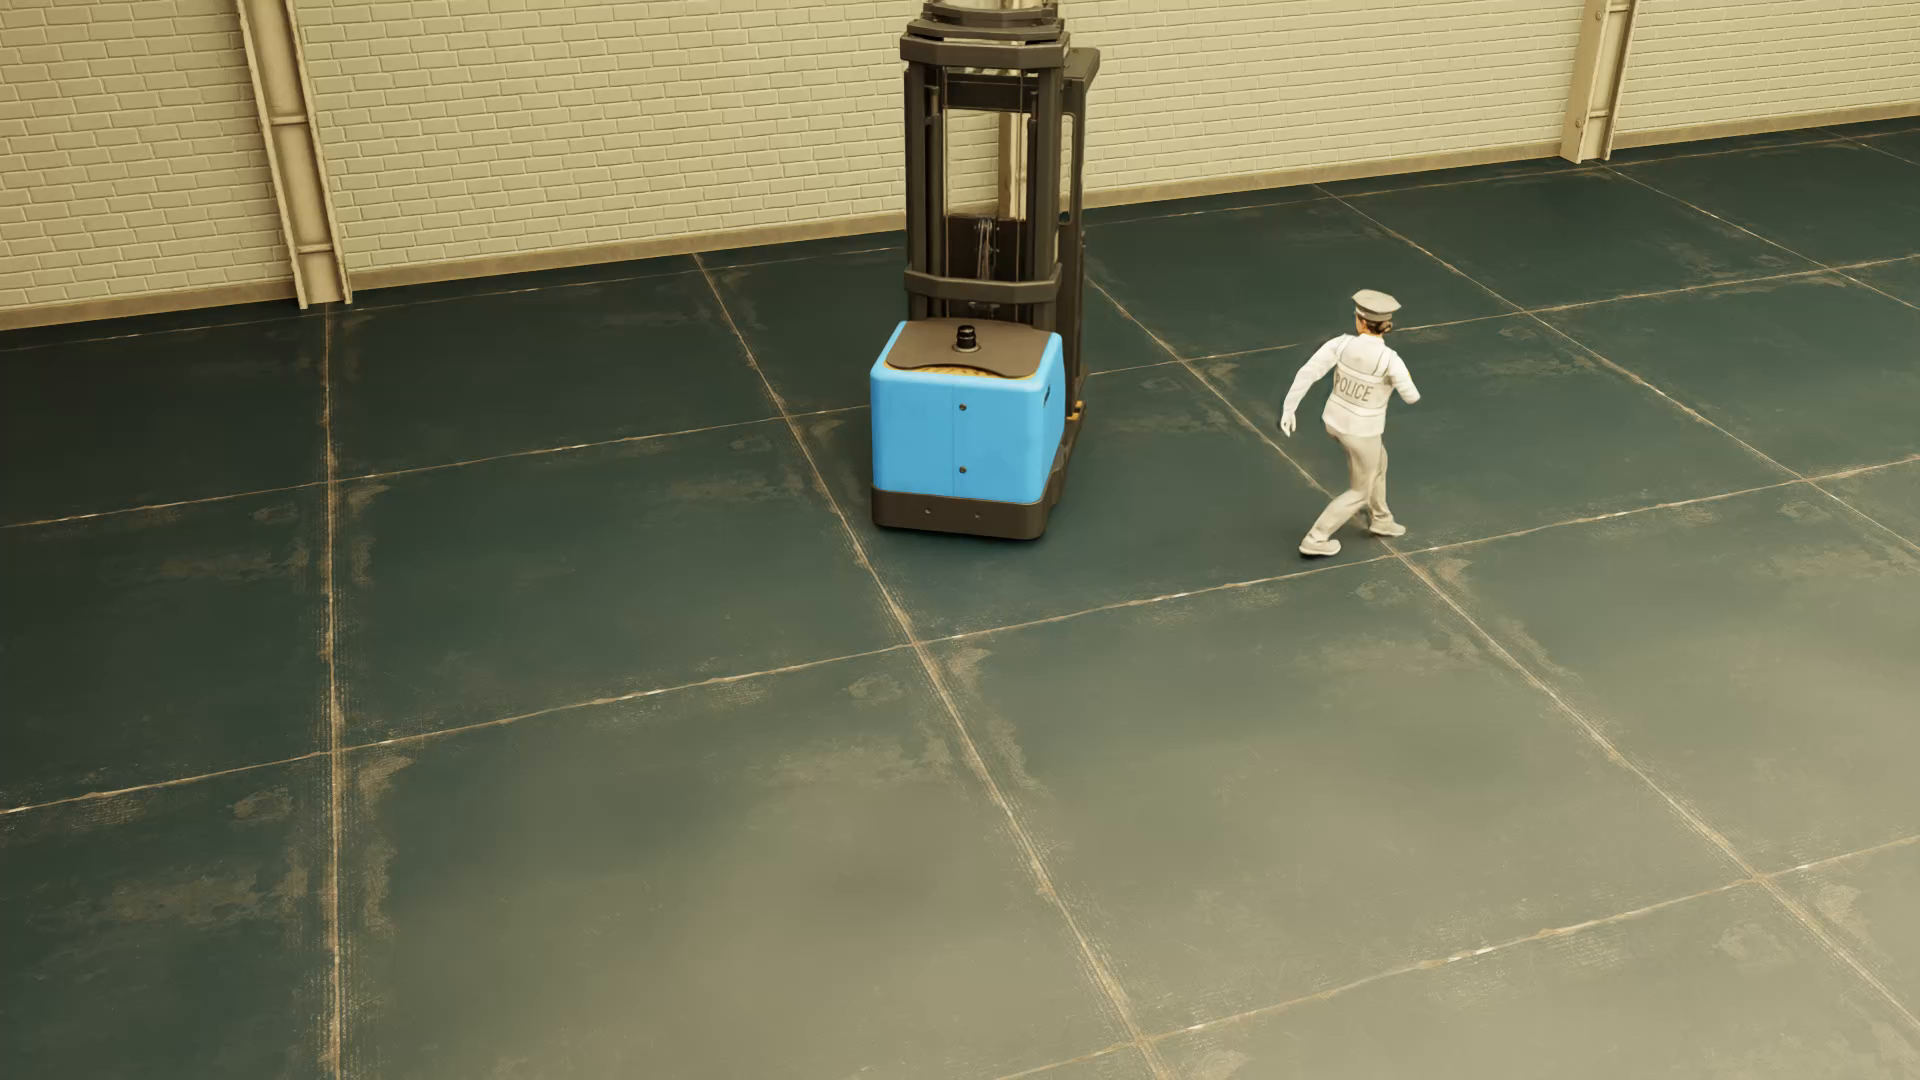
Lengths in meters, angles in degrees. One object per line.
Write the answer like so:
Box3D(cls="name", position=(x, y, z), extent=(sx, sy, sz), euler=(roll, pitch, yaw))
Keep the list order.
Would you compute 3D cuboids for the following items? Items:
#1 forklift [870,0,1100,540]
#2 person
Box3D(cls="forklift", position=(0.256, -1.991, 10.548), extent=(1.130, 2.935, 3.031), euler=(6, 30, 10))
Box3D(cls="person", position=(2.316, -0.654, 9.602), extent=(0.889, 1.620, 0.513), euler=(-15, 33, -24))
